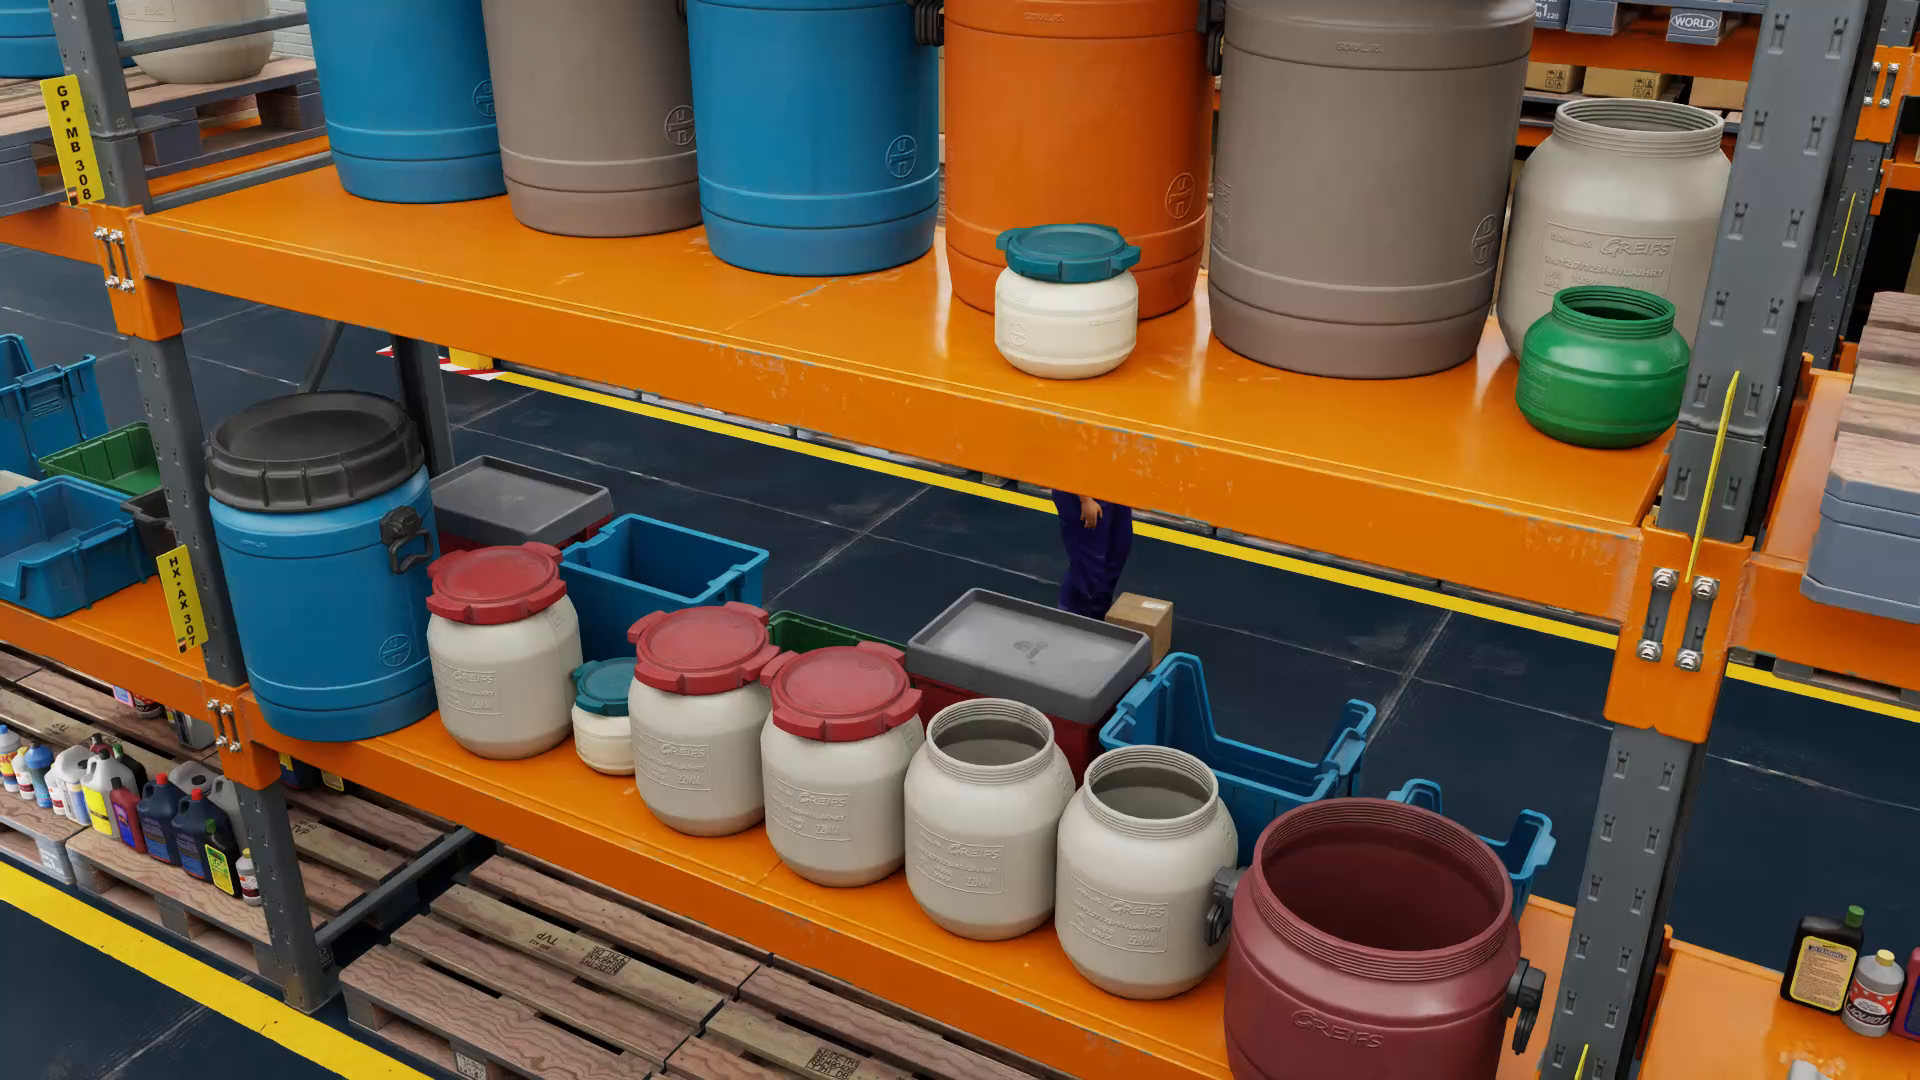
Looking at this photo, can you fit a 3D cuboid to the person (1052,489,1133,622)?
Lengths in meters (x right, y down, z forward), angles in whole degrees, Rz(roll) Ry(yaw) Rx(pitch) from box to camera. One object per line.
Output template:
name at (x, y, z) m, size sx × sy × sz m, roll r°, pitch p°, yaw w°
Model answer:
person at (0.628, -0.241, 7.619) m, size 0.361 × 1.638 × 0.563 m, roll 13°, pitch 29°, yaw 24°
